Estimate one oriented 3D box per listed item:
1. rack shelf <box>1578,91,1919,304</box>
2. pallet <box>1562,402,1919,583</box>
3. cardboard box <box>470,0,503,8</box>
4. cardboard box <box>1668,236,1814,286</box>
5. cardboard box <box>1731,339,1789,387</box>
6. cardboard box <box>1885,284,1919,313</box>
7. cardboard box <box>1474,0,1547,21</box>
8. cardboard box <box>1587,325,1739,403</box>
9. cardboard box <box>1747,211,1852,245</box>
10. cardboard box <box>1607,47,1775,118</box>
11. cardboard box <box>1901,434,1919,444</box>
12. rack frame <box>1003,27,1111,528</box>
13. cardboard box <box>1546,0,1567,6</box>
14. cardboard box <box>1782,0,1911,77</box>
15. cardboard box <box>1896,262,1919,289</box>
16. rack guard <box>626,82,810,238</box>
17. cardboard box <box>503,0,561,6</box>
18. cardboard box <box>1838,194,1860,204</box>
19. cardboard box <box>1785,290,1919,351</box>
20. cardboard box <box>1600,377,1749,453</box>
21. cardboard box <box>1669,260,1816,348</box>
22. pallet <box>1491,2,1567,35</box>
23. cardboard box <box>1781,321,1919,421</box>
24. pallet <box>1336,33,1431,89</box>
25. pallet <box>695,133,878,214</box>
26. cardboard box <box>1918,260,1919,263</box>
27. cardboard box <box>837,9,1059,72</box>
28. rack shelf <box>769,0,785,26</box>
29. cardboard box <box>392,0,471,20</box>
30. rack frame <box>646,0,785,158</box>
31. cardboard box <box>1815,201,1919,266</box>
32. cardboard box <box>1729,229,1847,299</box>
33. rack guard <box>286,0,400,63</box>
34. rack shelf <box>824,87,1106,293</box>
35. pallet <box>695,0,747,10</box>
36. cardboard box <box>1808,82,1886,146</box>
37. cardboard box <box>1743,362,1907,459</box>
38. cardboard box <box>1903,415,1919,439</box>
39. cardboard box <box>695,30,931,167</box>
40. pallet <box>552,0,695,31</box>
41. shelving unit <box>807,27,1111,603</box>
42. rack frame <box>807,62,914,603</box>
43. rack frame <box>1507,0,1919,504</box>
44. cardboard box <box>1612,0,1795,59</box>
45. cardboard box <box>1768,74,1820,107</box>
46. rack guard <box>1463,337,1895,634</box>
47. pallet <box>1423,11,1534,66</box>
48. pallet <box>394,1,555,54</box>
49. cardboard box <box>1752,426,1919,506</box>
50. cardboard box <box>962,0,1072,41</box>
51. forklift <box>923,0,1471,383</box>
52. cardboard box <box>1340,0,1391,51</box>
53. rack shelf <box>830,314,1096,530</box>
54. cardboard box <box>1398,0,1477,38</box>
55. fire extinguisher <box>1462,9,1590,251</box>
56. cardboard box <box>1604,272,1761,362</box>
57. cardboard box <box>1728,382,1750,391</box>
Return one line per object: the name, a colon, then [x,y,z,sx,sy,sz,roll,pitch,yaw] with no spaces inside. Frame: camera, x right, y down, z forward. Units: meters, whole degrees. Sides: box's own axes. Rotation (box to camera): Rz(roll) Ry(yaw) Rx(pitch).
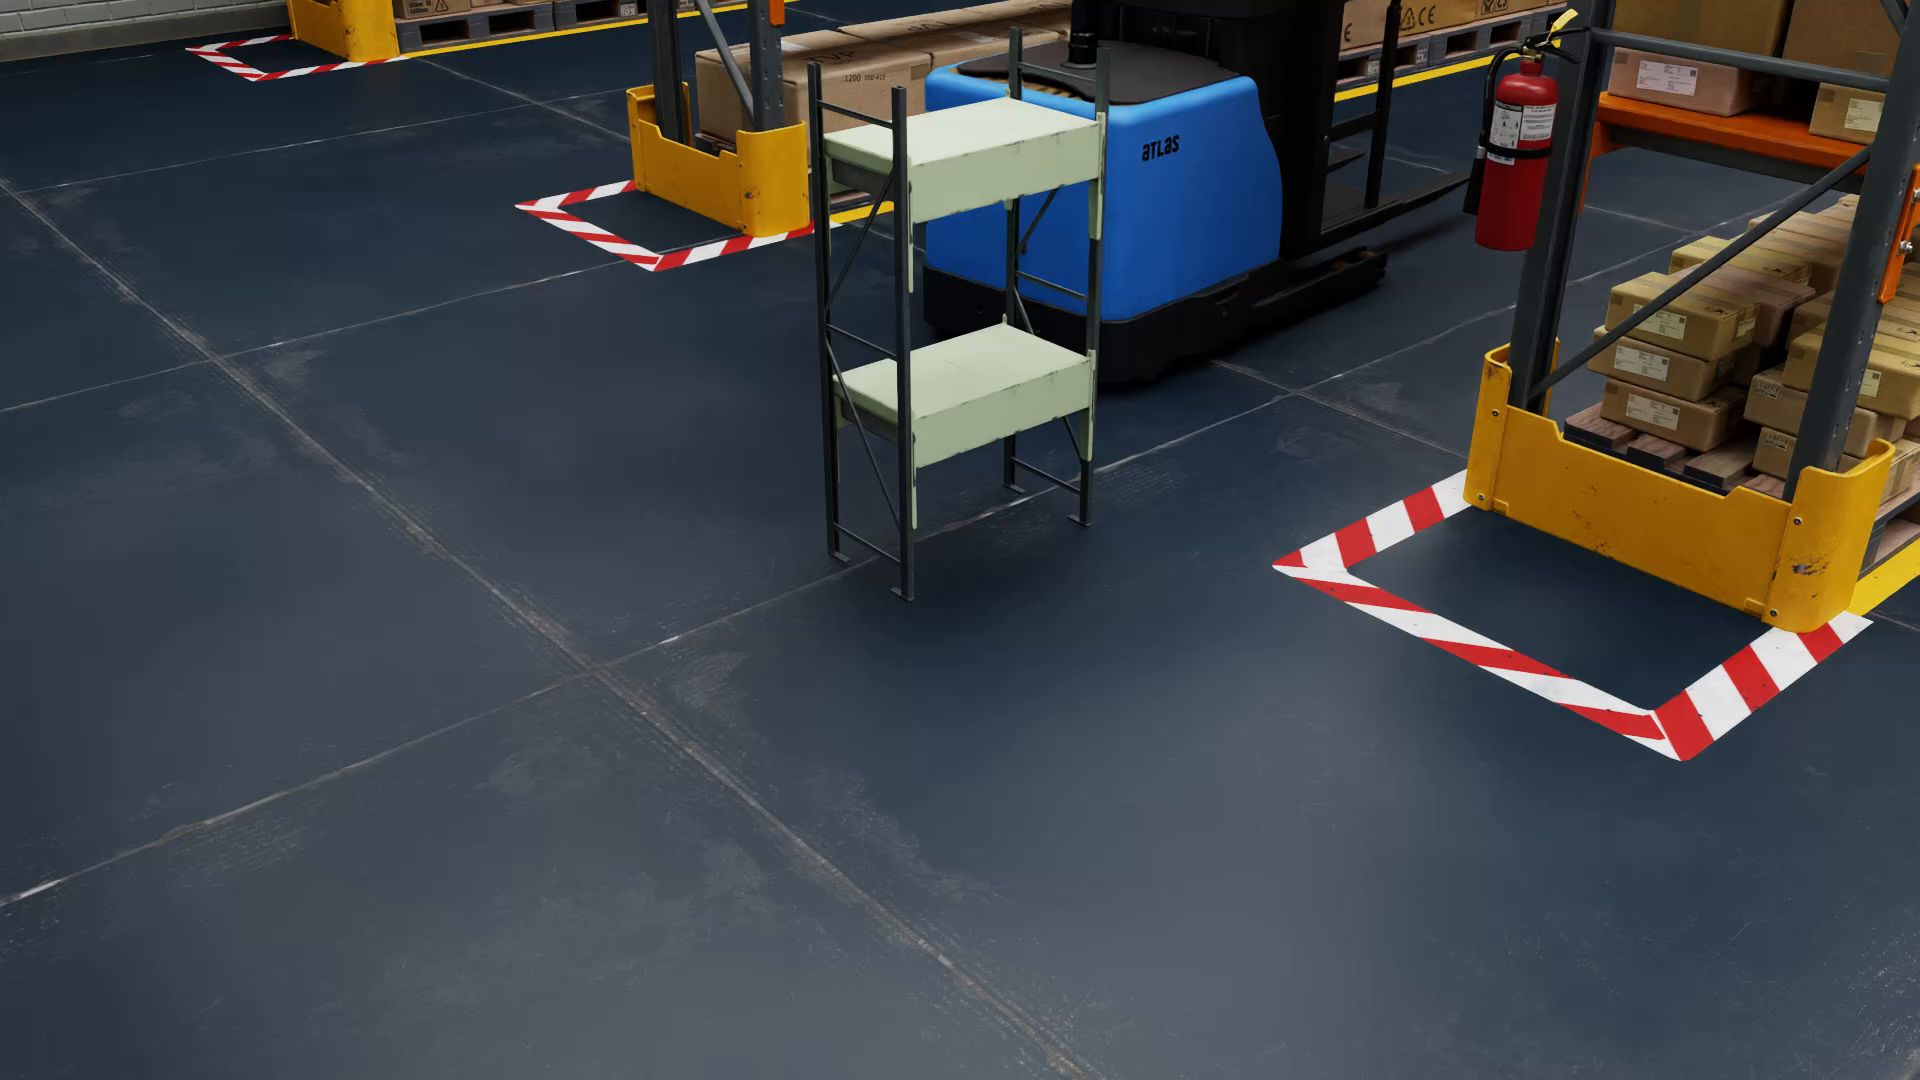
rack shelf: [3.613,-1.576,5.780,4.000,0.370,1.077,-22,35,-35]
pallet: [2.790,-0.311,5.608,1.213,0.211,1.003,-22,35,-35]
cardboard box: [-3.547,-4.001,12.134,0.250,0.149,0.380,-24,36,-37]
cardboard box: [2.673,-0.906,5.710,0.250,0.149,0.380,-23,36,-36]
cardboard box: [2.542,-0.665,5.576,0.250,0.149,0.380,-23,36,-36]
cardboard box: [3.117,-0.669,5.267,0.250,0.149,0.380,-22,35,-35]
cardboard box: [3.627,-4.268,11.863,0.875,0.875,0.875,-21,35,-34]
cardboard box: [2.308,-0.605,5.462,0.250,0.149,0.380,-23,36,-36]
cardboard box: [3.079,-1.064,6.007,0.250,0.149,0.380,-20,34,-33]
cardboard box: [2.156,-1.372,4.901,0.250,0.149,0.380,-22,35,-35]
cardboard box: [2.844,-0.364,5.329,0.250,0.149,0.380,-22,35,-35]
rack frame: [0.284,-0.775,5.110,0.023,1.500,0.400,-22,35,-35]
cardboard box: [4.308,-4.540,12.371,0.875,0.875,0.875,-22,35,-35]
cardboard box: [2.612,-1.495,4.444,0.500,0.500,0.500,-20,34,-33]
cardboard box: [3.252,-0.775,5.465,0.250,0.149,0.380,-24,36,-37]
rack guard: [-1.217,-1.916,8.305,0.348,0.500,1.175,-22,35,-35]
cardboard box: [-3.220,-4.288,12.297,0.500,0.500,0.700,-20,34,-33]
cardboard box: [3.532,-1.196,6.253,0.250,0.149,0.380,-22,35,-35]
cardboard box: [2.842,-0.638,5.209,0.250,0.149,0.380,-21,35,-34]
cardboard box: [2.357,-0.445,5.480,0.250,0.149,0.380,-21,35,-34]
cardboard box: [2.558,-0.781,5.477,0.250,0.149,0.380,-21,35,-34]
pallet: [4.239,-4.029,12.565,1.213,0.211,1.003,-22,35,-35]
cardboard box: [2.711,-0.510,4.970,0.250,0.149,0.380,-24,36,-37]
pallet: [2.383,-3.283,11.168,1.213,0.211,1.003,-22,35,-35]
pallet: [-0.641,-2.068,8.897,1.213,0.211,1.003,-22,35,-35]
cardboard box: [3.469,-0.856,5.617,0.250,0.149,0.380,-20,34,-33]
cardboard box: [-0.070,-2.602,9.208,0.875,0.438,0.875,-21,34,-34]
rack shelf: [0.323,-3.320,9.044,4.000,0.370,1.077,-22,35,-35]
cardboard box: [-3.896,-4.042,11.833,0.637,0.503,0.797,-24,36,-37]
rack frame: [-1.198,-3.026,7.729,0.127,3.000,1.000,-22,35,-35]
cardboard box: [3.352,-1.105,6.084,0.250,0.149,0.380,-23,36,-36]
cardboard box: [2.911,-0.962,5.816,0.250,0.149,0.380,-24,36,-37]
rack guard: [-4.365,-3.725,11.690,0.348,0.500,1.175,-22,35,-35]
rack shelf: [0.005,-1.008,4.716,0.720,0.370,0.431,-22,35,-35]
pallet: [-1.903,-4.588,13.612,1.213,0.211,1.003,-22,35,-35]
cardboard box: [2.551,-1.152,4.491,0.250,0.149,0.380,-22,35,-35]
cardboard box: [2.657,-0.409,5.096,0.250,0.149,0.380,-20,34,-33]
cardboard box: [2.902,-0.472,5.215,0.250,0.149,0.380,-22,35,-35]
cardboard box: [-0.761,-2.319,8.679,0.875,0.438,0.875,-23,36,-37]
pallet: [-2.831,-4.213,12.910,1.213,0.211,1.003,-22,35,-35]
shelving unit: [0.005,-0.664,4.900,0.755,1.500,0.431,-22,35,-35]
rack frame: [-0.273,-0.552,4.691,0.023,1.500,0.400,-22,35,-35]
rack frame: [2.091,-1.282,4.466,0.127,3.000,1.000,-22,35,-35]
cardboard box: [2.266,-1.687,4.802,0.500,0.500,0.500,-21,35,-34]
cardboard box: [2.370,-1.435,5.018,0.250,0.149,0.380,-22,35,-35]
rack guard: [2.149,-0.202,5.098,0.348,0.500,1.175,-22,35,-35]
pallet: [3.311,-3.658,11.870,1.213,0.211,1.003,-22,35,-35]
pallet: [-3.759,-3.842,12.215,1.213,0.211,1.003,-22,35,-35]
cardboard box: [2.698,-0.255,5.124,0.250,0.149,0.380,-21,35,-34]
cardboard box: [0.617,-2.877,9.724,0.875,0.438,0.875,-23,36,-36]
forklift: [1.231,-2.479,6.778,1.130,2.935,3.031,24,36,38]
cardboard box: [2.264,-3.716,10.829,0.875,0.875,0.875,-21,34,-33]
rack shelf: [0.005,-0.376,5.054,0.720,0.370,0.431,-22,35,-35]
cardboard box: [2.947,-3.995,11.352,0.875,0.875,0.875,-21,34,-34]
fire extinguisher: [1.600,-1.172,4.737,0.183,0.674,0.296,-22,35,-35]
cardboard box: [2.330,-0.725,5.372,0.250,0.149,0.380,-21,35,-34]
cardboard box: [2.486,-0.560,5.695,0.250,0.149,0.380,-21,34,-33]
